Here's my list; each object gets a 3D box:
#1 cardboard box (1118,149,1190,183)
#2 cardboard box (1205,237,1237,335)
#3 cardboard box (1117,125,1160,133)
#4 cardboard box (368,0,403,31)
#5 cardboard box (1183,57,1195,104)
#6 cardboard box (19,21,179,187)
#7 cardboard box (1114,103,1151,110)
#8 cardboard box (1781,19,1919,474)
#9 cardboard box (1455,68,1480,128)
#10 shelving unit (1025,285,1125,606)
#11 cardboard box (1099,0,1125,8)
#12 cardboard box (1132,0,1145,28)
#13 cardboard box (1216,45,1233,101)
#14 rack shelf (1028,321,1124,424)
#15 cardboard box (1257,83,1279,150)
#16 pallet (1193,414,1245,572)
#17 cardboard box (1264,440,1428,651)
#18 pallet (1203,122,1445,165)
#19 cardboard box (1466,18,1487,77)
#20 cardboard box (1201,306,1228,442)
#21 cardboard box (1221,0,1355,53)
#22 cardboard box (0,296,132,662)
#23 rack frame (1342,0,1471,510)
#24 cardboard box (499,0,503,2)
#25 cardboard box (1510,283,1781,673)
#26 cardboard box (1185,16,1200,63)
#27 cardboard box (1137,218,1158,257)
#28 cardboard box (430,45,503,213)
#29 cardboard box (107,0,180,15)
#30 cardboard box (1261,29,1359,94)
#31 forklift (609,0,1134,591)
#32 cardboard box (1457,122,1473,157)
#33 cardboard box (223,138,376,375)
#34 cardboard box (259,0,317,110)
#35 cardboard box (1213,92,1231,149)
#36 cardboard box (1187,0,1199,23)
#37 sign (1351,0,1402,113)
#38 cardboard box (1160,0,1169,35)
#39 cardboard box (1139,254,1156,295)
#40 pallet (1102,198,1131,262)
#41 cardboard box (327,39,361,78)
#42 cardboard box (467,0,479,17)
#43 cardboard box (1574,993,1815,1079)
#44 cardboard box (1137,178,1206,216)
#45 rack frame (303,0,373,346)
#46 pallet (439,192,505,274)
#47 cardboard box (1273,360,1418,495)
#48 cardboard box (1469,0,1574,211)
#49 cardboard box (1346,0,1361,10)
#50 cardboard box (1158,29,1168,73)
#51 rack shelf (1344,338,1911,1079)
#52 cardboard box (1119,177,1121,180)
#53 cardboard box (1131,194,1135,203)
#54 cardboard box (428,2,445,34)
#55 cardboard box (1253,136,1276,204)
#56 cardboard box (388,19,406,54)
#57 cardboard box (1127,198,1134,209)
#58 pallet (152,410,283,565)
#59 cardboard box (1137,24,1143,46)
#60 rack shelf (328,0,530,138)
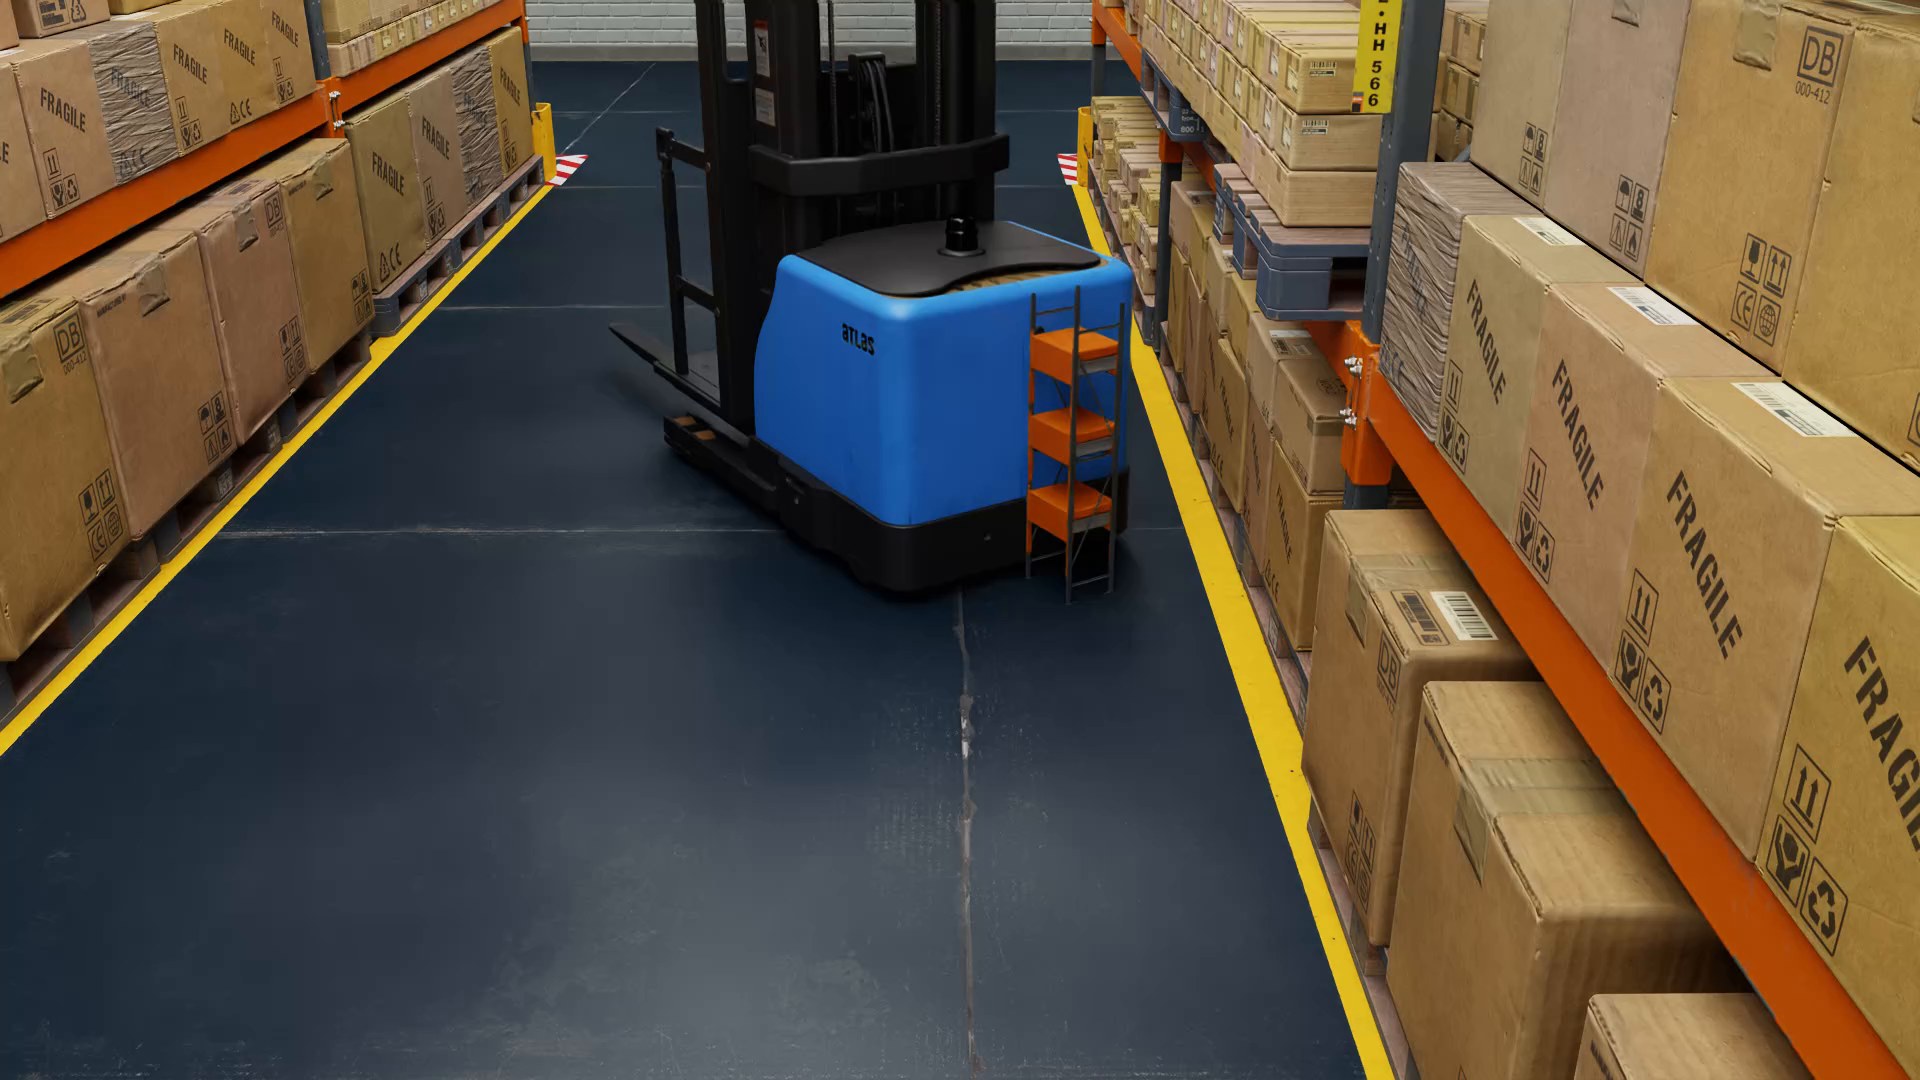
[{"bbox_3d":[1.120,-2.166,9.628,0.380,0.149,0.250,-1,24,-2],"label":"cardboard box"},{"bbox_3d":[1.225,-0.979,6.388,0.500,0.250,0.500,1,24,1],"label":"cardboard box"},{"bbox_3d":[1.171,-2.481,10.323,0.380,0.149,0.250,1,24,2],"label":"cardboard box"},{"bbox_3d":[-3.232,-2.806,8.636,0.500,0.250,0.500,0,24,-1],"label":"cardboard box"},{"bbox_3d":[1.036,-1.695,6.152,0.380,0.149,0.250,-1,24,-2],"label":"cardboard box"},{"bbox_3d":[-3.199,-1.568,5.955,0.500,0.500,0.500,0,24,0],"label":"cardboard box"},{"bbox_3d":[1.218,-2.801,11.032,0.380,0.149,0.250,0,24,0],"label":"cardboard box"},{"bbox_3d":[1.531,-0.358,2.066,0.700,0.500,0.500,0,24,-1],"label":"cardboard box"},{"bbox_3d":[1.700,-1.306,4.932,0.380,0.149,0.250,-1,24,-2],"label":"cardboard box"},{"bbox_3d":[0.385,-0.315,5.672,0.215,1.050,0.252,-15,28,-29],"label":"shelving unit"},{"bbox_3d":[1.098,-3.503,10.661,0.380,0.149,0.250,-1,24,-2],"label":"cardboard box"},{"bbox_3d":[1.180,-2.913,8.569,0.500,0.500,0.500,-1,24,-2],"label":"cardboard box"},{"bbox_3d":[1.042,-1.510,5.383,0.380,0.149,0.250,0,24,-1],"label":"cardboard box"},{"bbox_3d":[0.385,-0.564,5.559,0.215,0.259,0.240,-15,28,-29],"label":"rack shelf"},{"bbox_3d":[1.050,-1.196,4.688,0.380,0.149,0.250,1,24,1],"label":"cardboard box"},{"bbox_3d":[1.498,-0.225,6.491,1.003,0.211,1.213,0,24,-1],"label":"pallet"},{"bbox_3d":[1.247,0.006,5.121,0.500,0.500,0.500,0,24,-1],"label":"cardboard box"},{"bbox_3d":[1.453,-1.400,5.938,1.003,0.211,1.213,0,24,-1],"label":"pallet"},{"bbox_3d":[1.700,-1.423,4.830,0.380,0.149,0.250,0,24,-1],"label":"cardboard box"},{"bbox_3d":[1.241,-0.633,6.534,0.500,0.500,0.500,0,24,0],"label":"cardboard box"},{"bbox_3d":[1.045,-1.641,5.311,0.380,0.149,0.250,0,24,-1],"label":"cardboard box"},{"bbox_3d":[-3.432,-0.199,5.119,1.225,0.875,0.875,-1,24,-3],"label":"cardboard box"},{"bbox_3d":[1.516,-0.672,4.096,1.000,3.000,0.127,0,24,-1],"label":"rack frame"},{"bbox_3d":[-3.195,-3.621,10.921,0.380,0.149,0.250,0,24,0],"label":"cardboard box"},{"bbox_3d":[1.264,-0.114,2.741,0.500,0.500,0.500,0,24,-1],"label":"cardboard box"},{"bbox_3d":[1.036,-1.828,6.085,0.380,0.149,0.250,-1,24,-1],"label":"cardboard box"},{"bbox_3d":[1.135,-1.588,8.710,0.380,0.149,0.250,-1,24,-3],"label":"cardboard box"},{"bbox_3d":[-3.436,-2.573,10.367,0.875,0.875,0.875,0,24,-1],"label":"cardboard box"},{"bbox_3d":[-3.478,-2.296,6.348,0.797,0.503,0.637,0,24,0],"label":"cardboard box"},{"bbox_3d":[1.051,-1.323,4.609,0.380,0.149,0.250,-1,24,-1],"label":"cardboard box"},{"bbox_3d":[-0.595,-1.719,6.495,1.130,2.935,3.031,-15,28,-29],"label":"forklift"},{"bbox_3d":[1.706,-1.156,4.961,0.380,0.149,0.250,1,24,2],"label":"cardboard box"},{"bbox_3d":[-3.462,-1.299,7.551,1.225,0.875,0.875,0,24,0],"label":"cardboard box"},{"bbox_3d":[-3.211,-2.194,7.339,0.500,0.500,0.500,0,24,0],"label":"cardboard box"},{"bbox_3d":[1.043,-1.372,5.439,0.380,0.149,0.250,-1,24,-3],"label":"cardboard box"},{"bbox_3d":[1.031,-1.971,6.041,0.380,0.149,0.250,1,24,1],"label":"cardboard box"},{"bbox_3d":[0.973,-1.157,3.859,0.100,0.325,0.005,0,24,-1],"label":"sign"},{"bbox_3d":[1.024,-2.155,6.809,0.380,0.149,0.250,0,24,1],"label":"cardboard box"},{"bbox_3d":[1.127,-1.373,8.595,0.380,0.149,0.250,0,24,0],"label":"cardboard box"},{"bbox_3d":[1.413,-1.830,10.041,1.003,0.211,1.213,0,24,-1],"label":"pallet"},{"bbox_3d":[-3.159,-2.348,8.107,0.380,0.149,0.250,0,24,0],"label":"cardboard box"},{"bbox_3d":[-3.187,-3.307,10.227,0.380,0.149,0.250,-1,24,-2],"label":"cardboard box"},{"bbox_3d":[1.456,1.157,2.272,1.050,0.750,0.750,0,24,-1],"label":"cardboard box"},{"bbox_3d":[1.155,-1.837,8.899,0.380,0.149,0.250,0,24,-1],"label":"cardboard box"},{"bbox_3d":[-3.489,-2.340,7.783,1.000,3.000,0.127,0,24,-1],"label":"rack frame"},{"bbox_3d":[-3.435,-1.887,10.165,1.003,0.211,1.213,0,24,-1],"label":"pallet"},{"bbox_3d":[1.246,-0.347,4.990,0.500,0.250,0.500,-1,24,-2],"label":"cardboard box"},{"bbox_3d":[1.511,-0.988,3.460,0.700,0.500,0.500,0,24,-1],"label":"cardboard box"},{"bbox_3d":[1.678,-2.077,6.275,0.380,0.149,0.250,-1,24,-2],"label":"cardboard box"},{"bbox_3d":[1.024,-2.015,6.862,0.380,0.149,0.250,0,24,0],"label":"cardboard box"},{"bbox_3d":[1.537,0.480,2.422,1.077,0.370,4.000,0,24,-1],"label":"rack shelf"},{"bbox_3d":[1.199,-2.223,10.476,0.380,0.149,0.250,0,24,0],"label":"cardboard box"},{"bbox_3d":[1.205,-2.017,9.660,0.380,0.149,0.250,-1,24,-3],"label":"cardboard box"},{"bbox_3d":[-3.178,-2.991,9.528,0.380,0.149,0.250,-1,24,-2],"label":"cardboard box"},{"bbox_3d":[1.050,-1.052,4.732,0.380,0.149,0.250,0,24,-1],"label":"cardboard box"},{"bbox_3d":[-3.170,-2.674,8.826,0.380,0.149,0.250,-1,24,-2],"label":"cardboard box"},{"bbox_3d":[1.180,-1.907,9.776,0.380,0.149,0.250,0,24,0],"label":"cardboard box"},{"bbox_3d":[-3.389,-0.247,6.541,1.003,0.211,1.213,0,24,-1],"label":"pallet"},{"bbox_3d":[1.169,-2.757,9.010,0.380,0.149,0.250,-1,24,-3],"label":"cardboard box"},{"bbox_3d":[-3.511,-2.836,9.753,1.077,0.370,4.000,0,24,-1],"label":"rack shelf"}]
